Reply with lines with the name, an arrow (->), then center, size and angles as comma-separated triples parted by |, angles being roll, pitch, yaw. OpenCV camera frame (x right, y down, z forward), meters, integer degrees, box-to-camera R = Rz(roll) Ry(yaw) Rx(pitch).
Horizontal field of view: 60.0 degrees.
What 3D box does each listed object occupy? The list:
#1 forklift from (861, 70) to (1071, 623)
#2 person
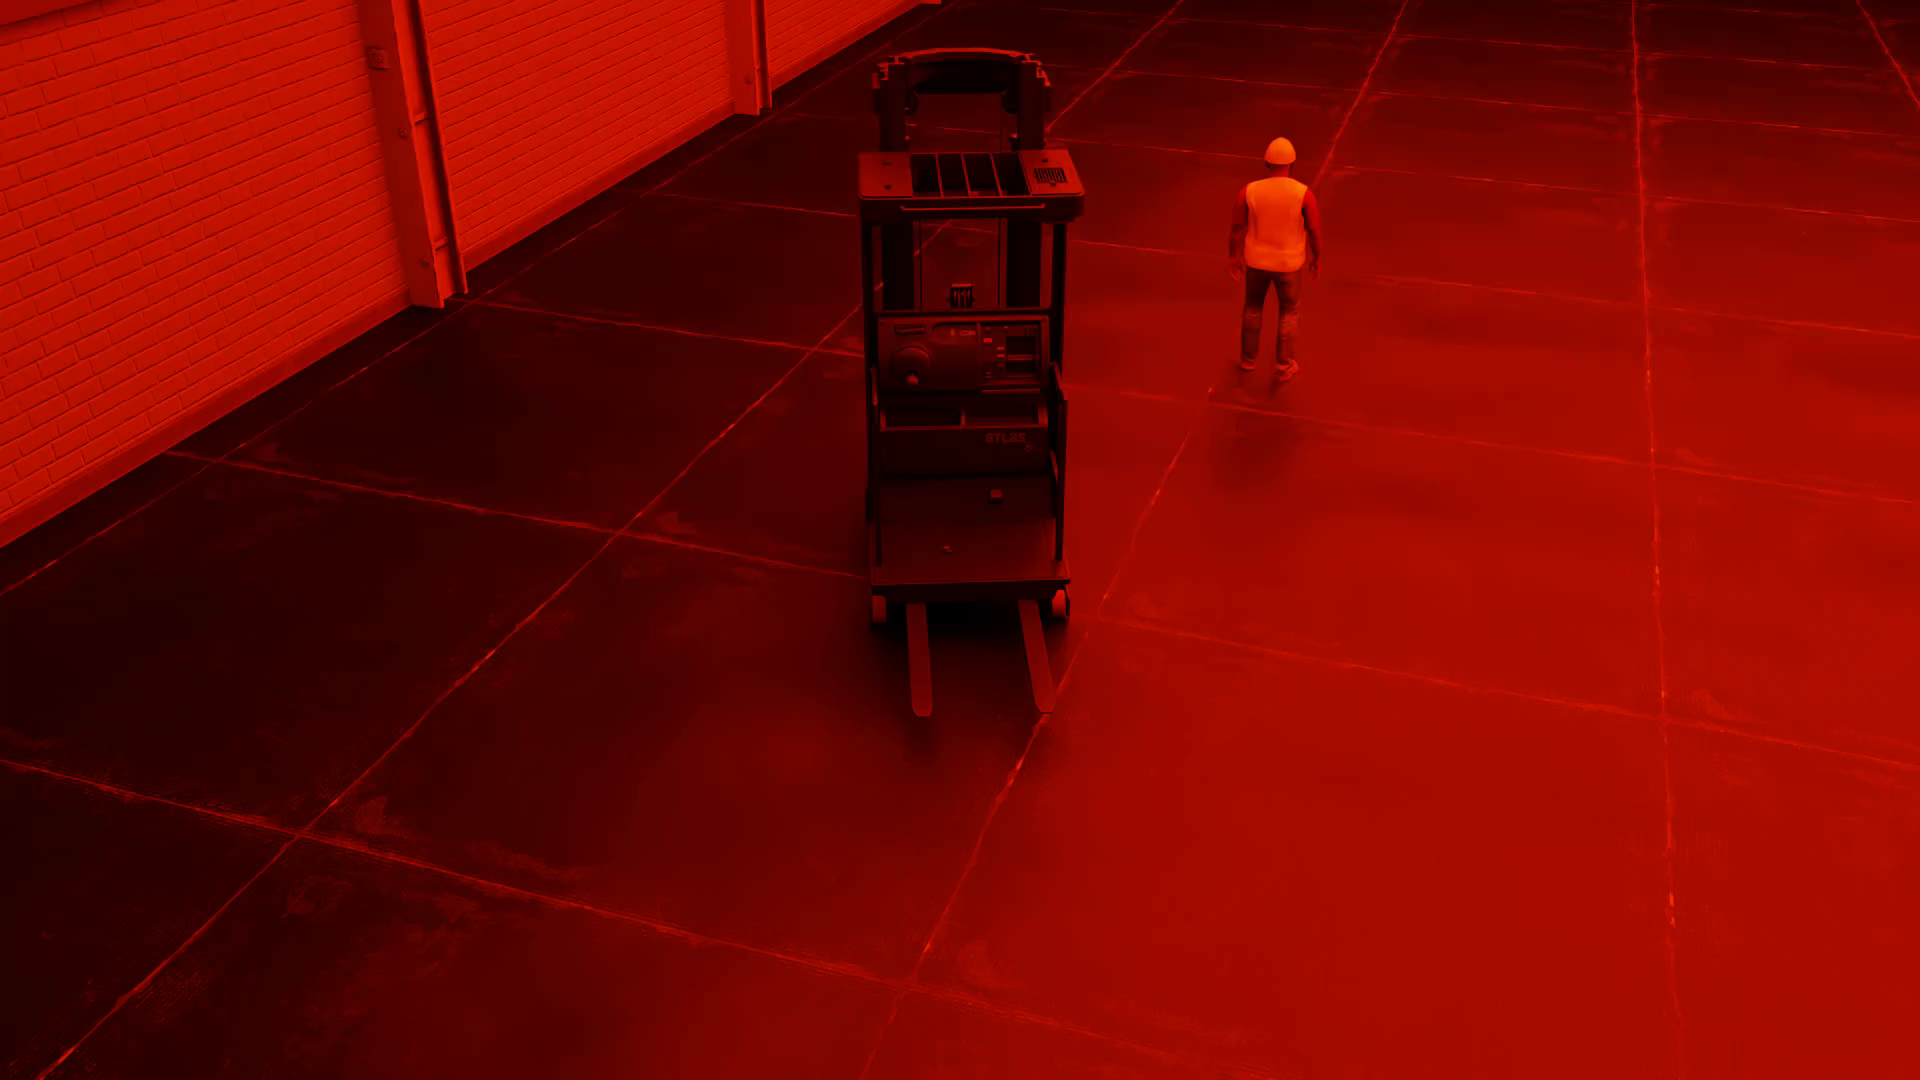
forklift -> 0.004, -1.204, 9.338 | 1.129, 2.843, 1.939 | -2, 30, -3
person -> 2.250, -1.999, 11.849 | 0.659, 1.784, 0.508 | 10, 31, 16
